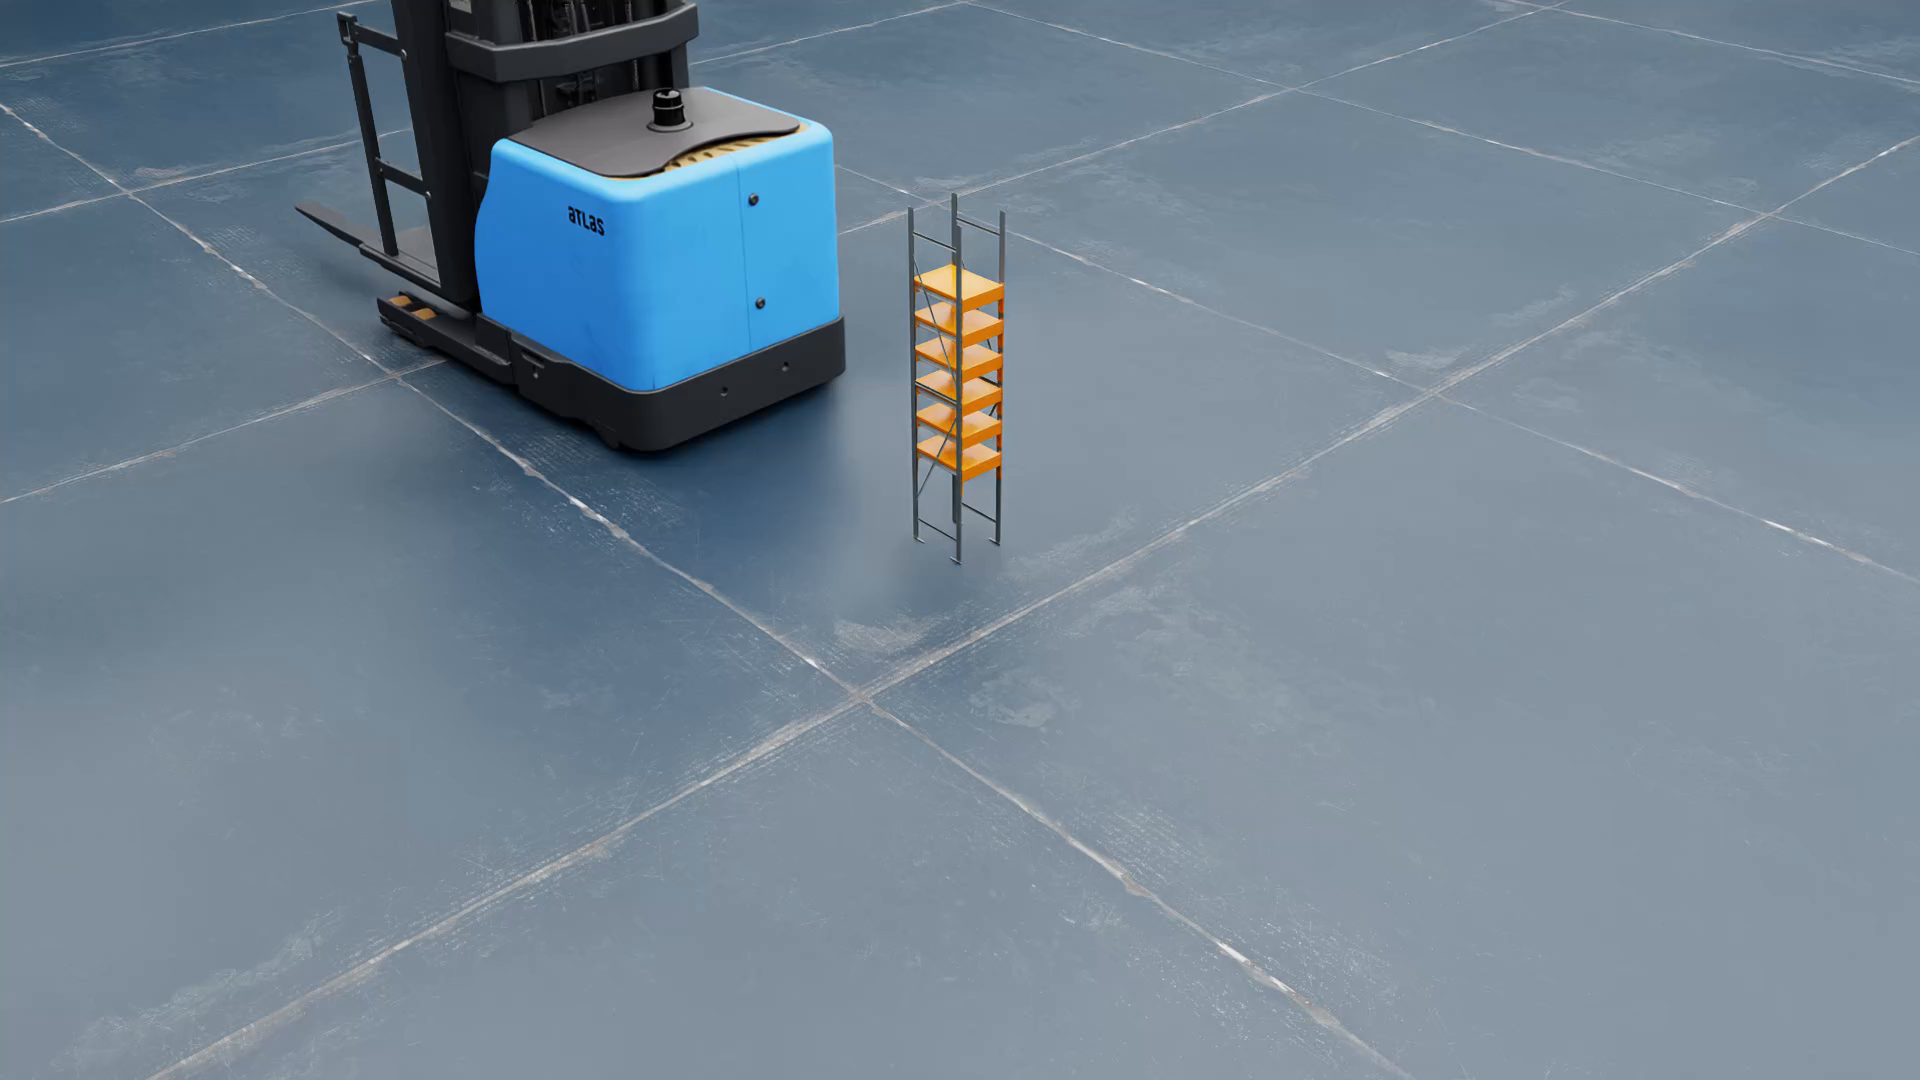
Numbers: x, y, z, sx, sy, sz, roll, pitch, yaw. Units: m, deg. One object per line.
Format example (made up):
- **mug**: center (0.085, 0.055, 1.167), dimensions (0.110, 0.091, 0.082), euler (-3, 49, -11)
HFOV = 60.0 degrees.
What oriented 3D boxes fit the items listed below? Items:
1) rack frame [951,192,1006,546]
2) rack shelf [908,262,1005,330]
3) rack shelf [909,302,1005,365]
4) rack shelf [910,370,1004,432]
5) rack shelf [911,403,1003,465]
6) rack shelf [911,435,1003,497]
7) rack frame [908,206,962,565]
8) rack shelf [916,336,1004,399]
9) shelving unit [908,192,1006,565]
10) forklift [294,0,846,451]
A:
- **rack frame**: center (0.056, -0.539, 5.482), dimensions (0.006, 1.200, 0.240), euler (-26, 40, -35)
- **rack shelf**: center (-0.011, -0.776, 5.264), dimensions (0.180, 0.103, 0.258), euler (-26, 40, -35)
- **rack shelf**: center (-0.011, -0.674, 5.327), dimensions (0.180, 0.103, 0.258), euler (-26, 40, -35)
- **rack shelf**: center (-0.011, -0.469, 5.452), dimensions (0.180, 0.103, 0.258), euler (-26, 40, -35)
- **rack shelf**: center (-0.011, -0.366, 5.514), dimensions (0.180, 0.103, 0.258), euler (-26, 40, -35)
- **rack shelf**: center (-0.011, -0.264, 5.577), dimensions (0.180, 0.103, 0.258), euler (-26, 40, -35)
- **rack frame**: center (-0.078, -0.474, 5.376), dimensions (0.006, 1.200, 0.240), euler (-26, 40, -35)
- **rack shelf**: center (-0.011, -0.571, 5.389), dimensions (0.180, 0.103, 0.258), euler (-26, 40, -35)
- **shelving unit**: center (-0.011, -0.507, 5.429), dimensions (0.189, 1.200, 0.258), euler (-26, 40, -35)
- **forklift**: center (-1.869, -2.241, 6.605), dimensions (3.031, 2.935, 1.130), euler (27, 40, 37)
